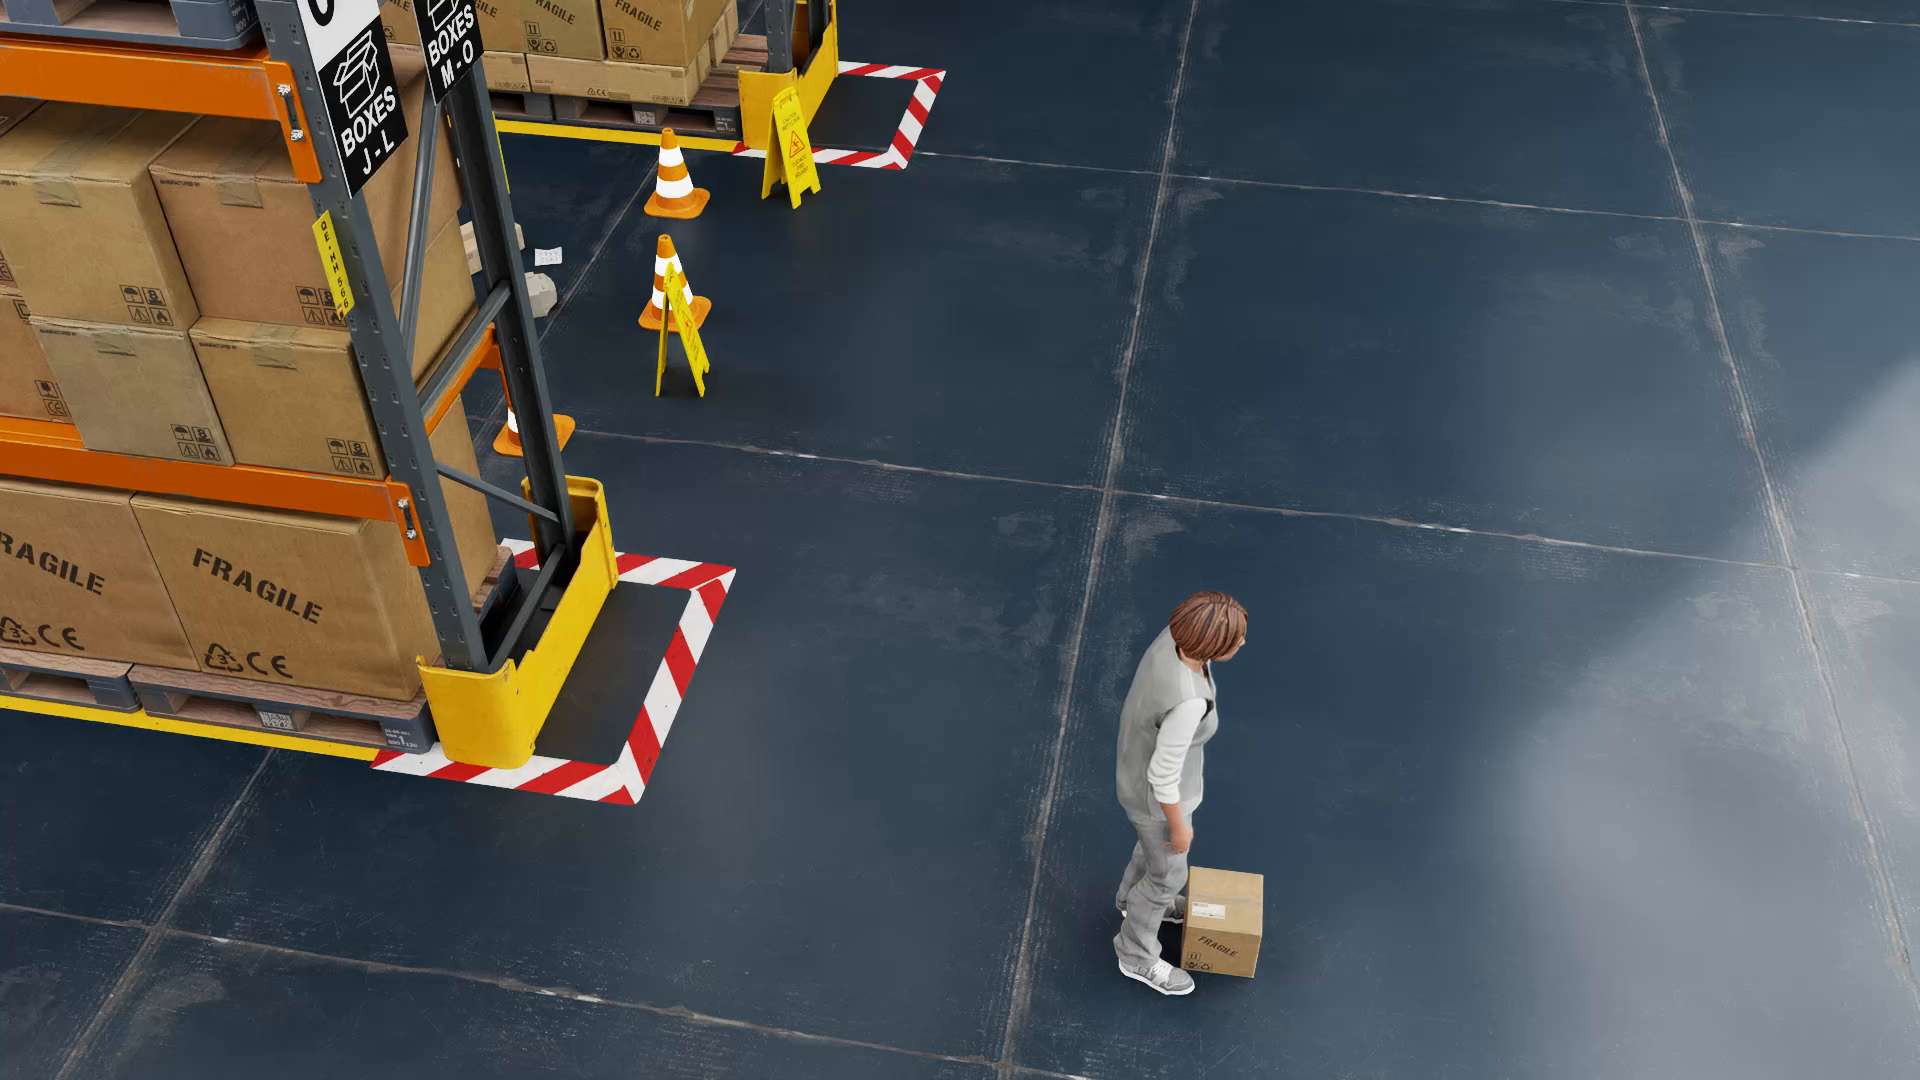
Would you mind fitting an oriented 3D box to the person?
[{"bbox_3d":[0.662,0.781,5.279,0.342,1.582,0.485,4,41,5],"label":"person"}]
